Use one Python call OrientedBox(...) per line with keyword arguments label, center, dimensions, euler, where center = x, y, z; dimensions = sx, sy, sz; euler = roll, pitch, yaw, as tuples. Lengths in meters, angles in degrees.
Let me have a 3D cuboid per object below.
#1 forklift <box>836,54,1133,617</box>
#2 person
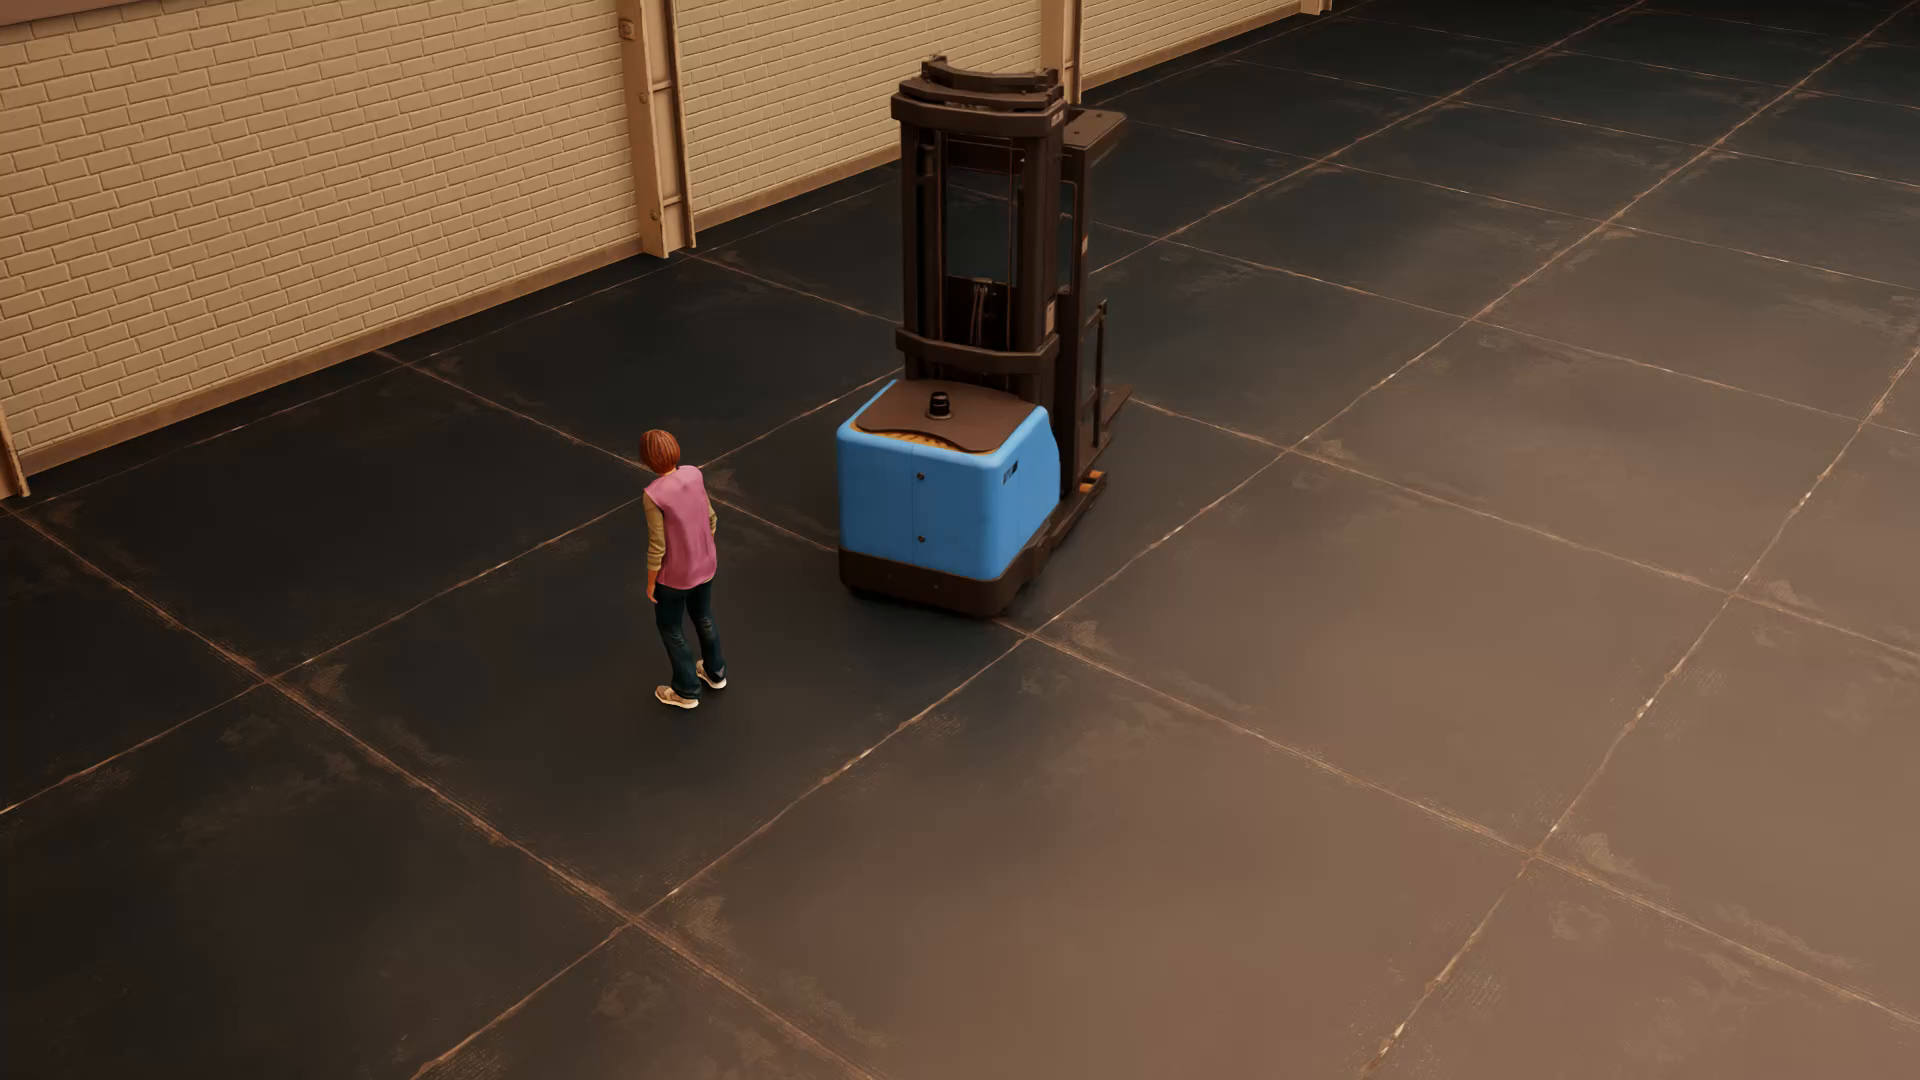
OrientedBox(label="forklift", center=(0.331, -1.549, 10.246), dimensions=(1.130, 2.935, 3.031), euler=(12, 33, 20))
OrientedBox(label="person", center=(-1.450, 0.158, 8.654), dimensions=(0.348, 1.590, 0.466), euler=(22, 37, 32))
